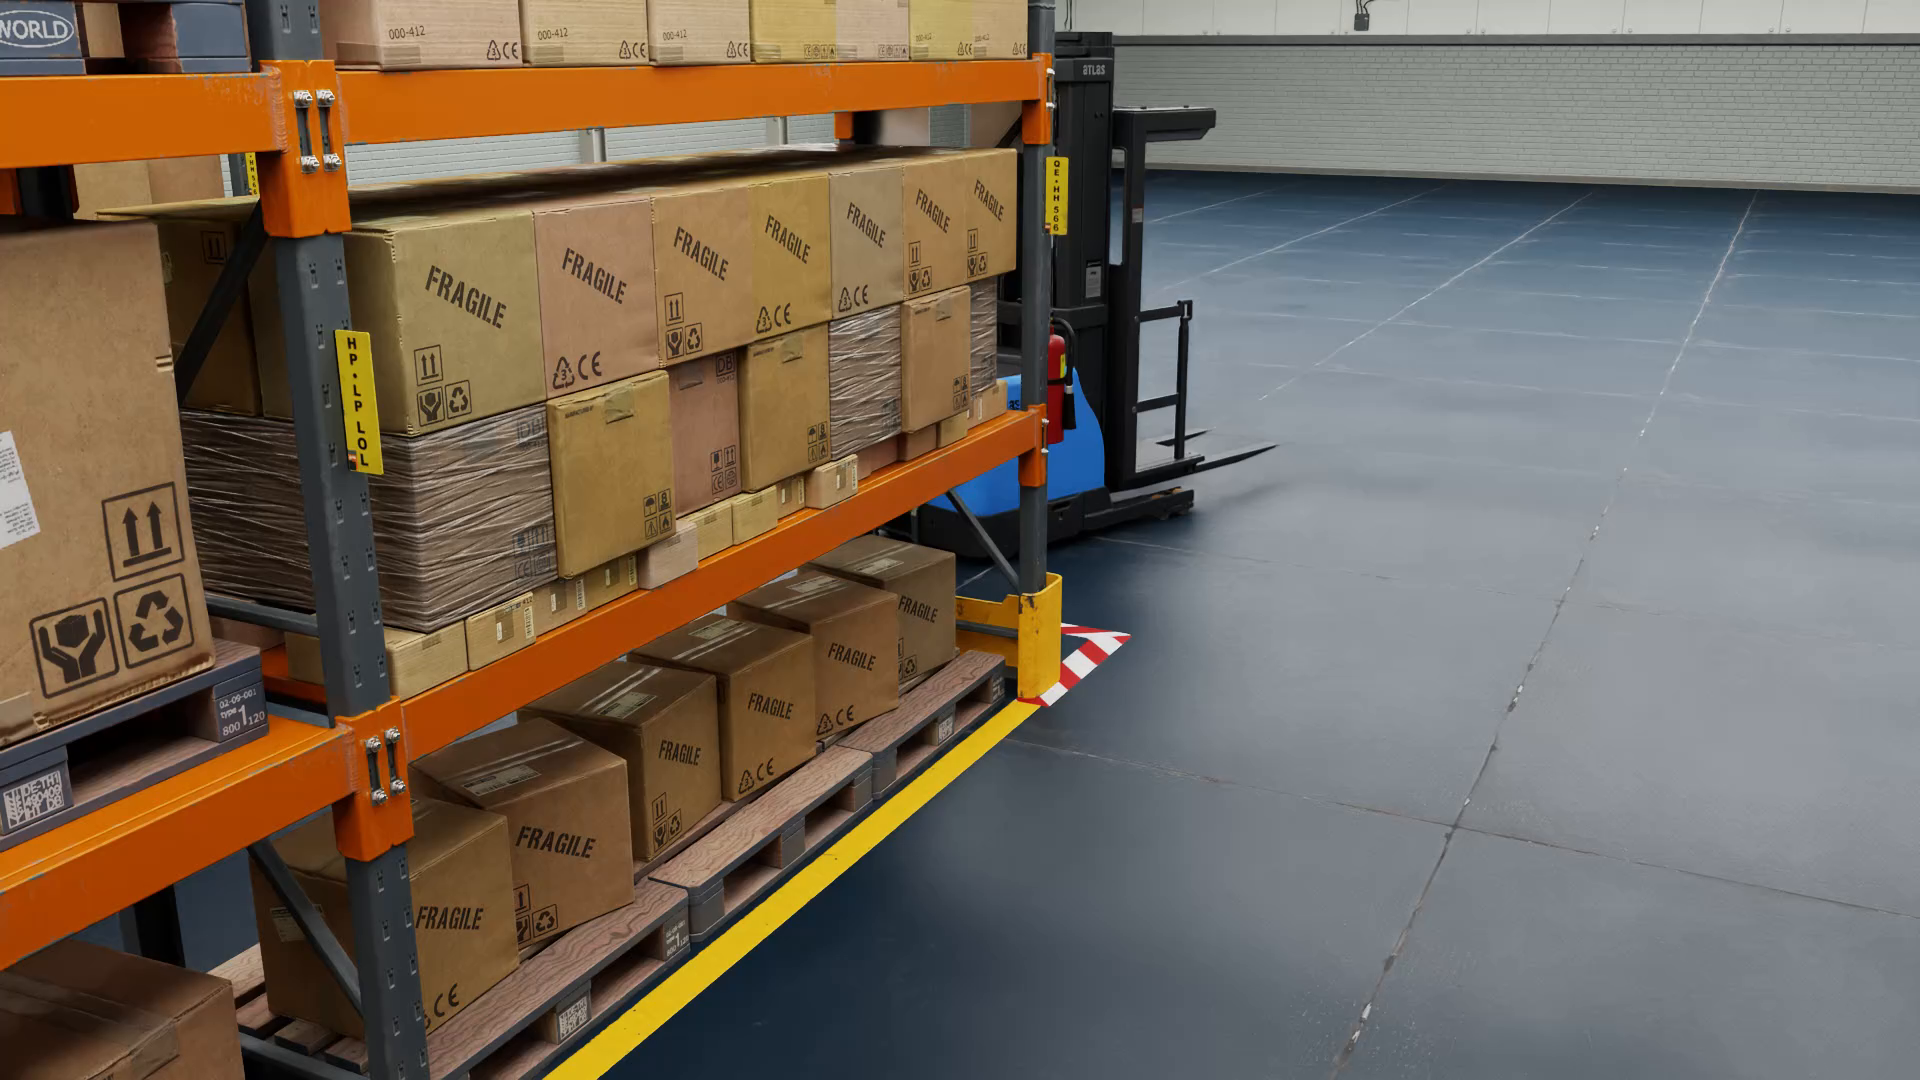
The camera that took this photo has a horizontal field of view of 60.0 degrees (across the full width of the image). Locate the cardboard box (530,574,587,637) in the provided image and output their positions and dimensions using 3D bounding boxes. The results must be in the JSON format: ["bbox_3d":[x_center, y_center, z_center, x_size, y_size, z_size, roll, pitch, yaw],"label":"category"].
[{"bbox_3d":[-1.284,0.149,4.696,0.380,0.149,0.250,8,18,25],"label":"cardboard box"}]

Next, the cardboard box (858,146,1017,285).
[{"bbox_3d":[-0.097,-1.343,6.823,0.500,0.500,0.500,8,18,25],"label":"cardboard box"}]

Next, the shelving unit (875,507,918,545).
[{"bbox_3d":[-0.656,-0.604,9.422,0.755,1.500,0.431,-15,22,-41],"label":"shelving unit"}]

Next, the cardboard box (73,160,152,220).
[{"bbox_3d":[-4.828,-1.849,8.823,0.875,0.550,0.550,8,18,25],"label":"cardboard box"}]

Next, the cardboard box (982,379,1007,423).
[{"bbox_3d":[-0.015,-0.625,7.302,0.380,0.149,0.250,8,18,25],"label":"cardboard box"}]

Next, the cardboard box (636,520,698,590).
[{"bbox_3d":[-1.033,0.026,5.111,0.380,0.149,0.250,8,18,25],"label":"cardboard box"}]

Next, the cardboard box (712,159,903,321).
[{"bbox_3d":[-0.541,-1.088,5.964,0.500,0.500,0.500,8,18,25],"label":"cardboard box"}]

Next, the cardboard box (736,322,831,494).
[{"bbox_3d":[-0.955,-0.508,5.769,0.875,0.500,0.500,8,18,25],"label":"cardboard box"}]

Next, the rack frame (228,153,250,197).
[{"bbox_3d":[-4.464,-1.501,9.811,1.000,3.000,0.127,8,18,25],"label":"rack frame"}]

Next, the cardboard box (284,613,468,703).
[{"bbox_3d":[-1.495,0.278,4.261,0.380,0.149,0.250,8,18,25],"label":"cardboard box"}]

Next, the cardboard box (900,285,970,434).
[{"bbox_3d":[-0.459,-0.756,6.603,0.875,0.500,0.500,8,18,25],"label":"cardboard box"}]

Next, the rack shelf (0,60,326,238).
[{"bbox_3d":[-2.753,-0.409,2.129,1.077,0.370,4.000,8,18,25],"label":"rack shelf"}]

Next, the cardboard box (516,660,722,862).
[{"bbox_3d":[-1.189,0.759,5.852,0.500,0.500,0.500,6,18,20],"label":"cardboard box"}]

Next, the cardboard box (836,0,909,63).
[{"bbox_3d":[-0.518,-1.798,5.806,0.500,0.250,0.500,9,19,27],"label":"cardboard box"}]

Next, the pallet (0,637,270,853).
[{"bbox_3d":[-2.331,0.442,3.603,1.003,0.211,1.213,8,18,25],"label":"pallet"}]

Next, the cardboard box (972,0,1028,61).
[{"bbox_3d":[-0.060,-2.055,6.672,0.500,0.250,0.500,9,19,27],"label":"cardboard box"}]

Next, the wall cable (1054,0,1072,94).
[{"bbox_3d":[1.407,-12.284,41.032,3.097,2.526,0.112,8,18,25],"label":"wall cable"}]

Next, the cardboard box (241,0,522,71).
[{"bbox_3d":[-1.429,-1.274,4.040,0.500,0.250,0.500,7,18,23],"label":"cardboard box"}]

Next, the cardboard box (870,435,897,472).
[{"bbox_3d":[-0.467,-0.371,6.447,0.380,0.149,0.250,8,18,25],"label":"cardboard box"}]

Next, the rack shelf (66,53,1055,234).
[{"bbox_3d":[-0.966,-1.428,5.560,1.077,0.370,4.000,8,18,25],"label":"rack shelf"}]

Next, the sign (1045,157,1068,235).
[{"bbox_3d":[0.415,-1.475,7.135,0.100,0.325,0.005,8,18,25],"label":"sign"}]

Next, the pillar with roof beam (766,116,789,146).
[{"bbox_3d":[0.078,-11.115,31.640,9.100,9.000,0.400,8,18,25],"label":"pillar with roof beam"}]

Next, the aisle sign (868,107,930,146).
[{"bbox_3d":[-0.313,-2.145,7.411,0.394,0.787,0.004,8,18,25],"label":"aisle sign"}]

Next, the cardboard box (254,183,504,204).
[{"bbox_3d":[-1.683,-0.773,4.903,0.500,0.500,0.500,8,18,25],"label":"cardboard box"}]

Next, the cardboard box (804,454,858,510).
[{"bbox_3d":[-0.591,-0.230,5.971,0.380,0.149,0.250,8,18,25],"label":"cardboard box"}]

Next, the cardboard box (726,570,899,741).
[{"bbox_3d":[-0.603,0.466,6.840,0.500,0.500,0.500,14,22,40],"label":"cardboard box"}]

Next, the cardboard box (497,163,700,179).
[{"bbox_3d":[-1.232,-1.027,5.759,0.500,0.500,0.500,8,18,25],"label":"cardboard box"}]

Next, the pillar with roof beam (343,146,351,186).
[{"bbox_3d":[-5.284,-8.058,21.349,9.100,9.000,0.400,8,18,25],"label":"pillar with roof beam"}]

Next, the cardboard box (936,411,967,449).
[{"bbox_3d":[-0.193,-0.491,6.852,0.380,0.149,0.250,8,18,25],"label":"cardboard box"}]

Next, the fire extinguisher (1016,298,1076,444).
[{"bbox_3d":[0.391,-0.778,7.511,0.296,0.674,0.183,8,18,25],"label":"fire extinguisher"}]

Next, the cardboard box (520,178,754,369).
[{"bbox_3d":[-0.985,-0.833,5.105,0.500,0.500,0.500,8,18,25],"label":"cardboard box"}]

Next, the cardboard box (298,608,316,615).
[{"bbox_3d":[-1.906,0.140,4.726,0.380,0.149,0.250,8,18,25],"label":"cardboard box"}]

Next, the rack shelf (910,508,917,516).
[{"bbox_3d":[-0.656,-0.291,9.515,0.720,0.370,0.431,-15,22,-41],"label":"rack shelf"}]

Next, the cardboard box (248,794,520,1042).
[{"bbox_3d":[-1.645,1.074,4.791,0.500,0.500,0.500,7,18,24],"label":"cardboard box"}]

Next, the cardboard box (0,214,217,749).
[{"bbox_3d":[-2.340,-0.130,3.403,1.000,1.000,1.000,8,18,26],"label":"cardboard box"}]

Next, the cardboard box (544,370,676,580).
[{"bbox_3d":[-1.348,-0.246,4.886,0.875,0.500,0.500,8,18,25],"label":"cardboard box"}]

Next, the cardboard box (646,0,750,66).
[{"bbox_3d":[-0.966,-1.534,4.917,0.500,0.250,0.500,7,18,23],"label":"cardboard box"}]

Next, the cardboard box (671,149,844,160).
[{"bbox_3d":[-0.792,-1.282,6.620,0.500,0.500,0.500,8,18,25],"label":"cardboard box"}]

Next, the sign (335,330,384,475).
[{"bbox_3d":[-1.362,-0.311,3.770,0.100,0.325,0.005,8,18,25],"label":"sign"}]

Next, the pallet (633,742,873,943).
[{"bbox_3d":[-1.047,1.024,6.207,1.003,0.211,1.213,8,18,25],"label":"pallet"}]

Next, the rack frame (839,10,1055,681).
[{"bbox_3d":[-0.072,-0.845,7.600,1.000,3.000,0.127,8,18,25],"label":"rack frame"}]

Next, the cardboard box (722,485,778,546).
[{"bbox_3d":[-0.836,-0.106,5.553,0.380,0.149,0.250,8,18,25],"label":"cardboard box"}]

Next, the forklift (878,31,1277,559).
[{"bbox_3d":[0.851,-1.624,10.344,3.031,2.935,1.130,-15,22,-41],"label":"forklift"}]

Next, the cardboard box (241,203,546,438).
[{"bbox_3d":[-1.431,-0.578,4.247,0.500,0.500,0.500,8,18,25],"label":"cardboard box"}]
